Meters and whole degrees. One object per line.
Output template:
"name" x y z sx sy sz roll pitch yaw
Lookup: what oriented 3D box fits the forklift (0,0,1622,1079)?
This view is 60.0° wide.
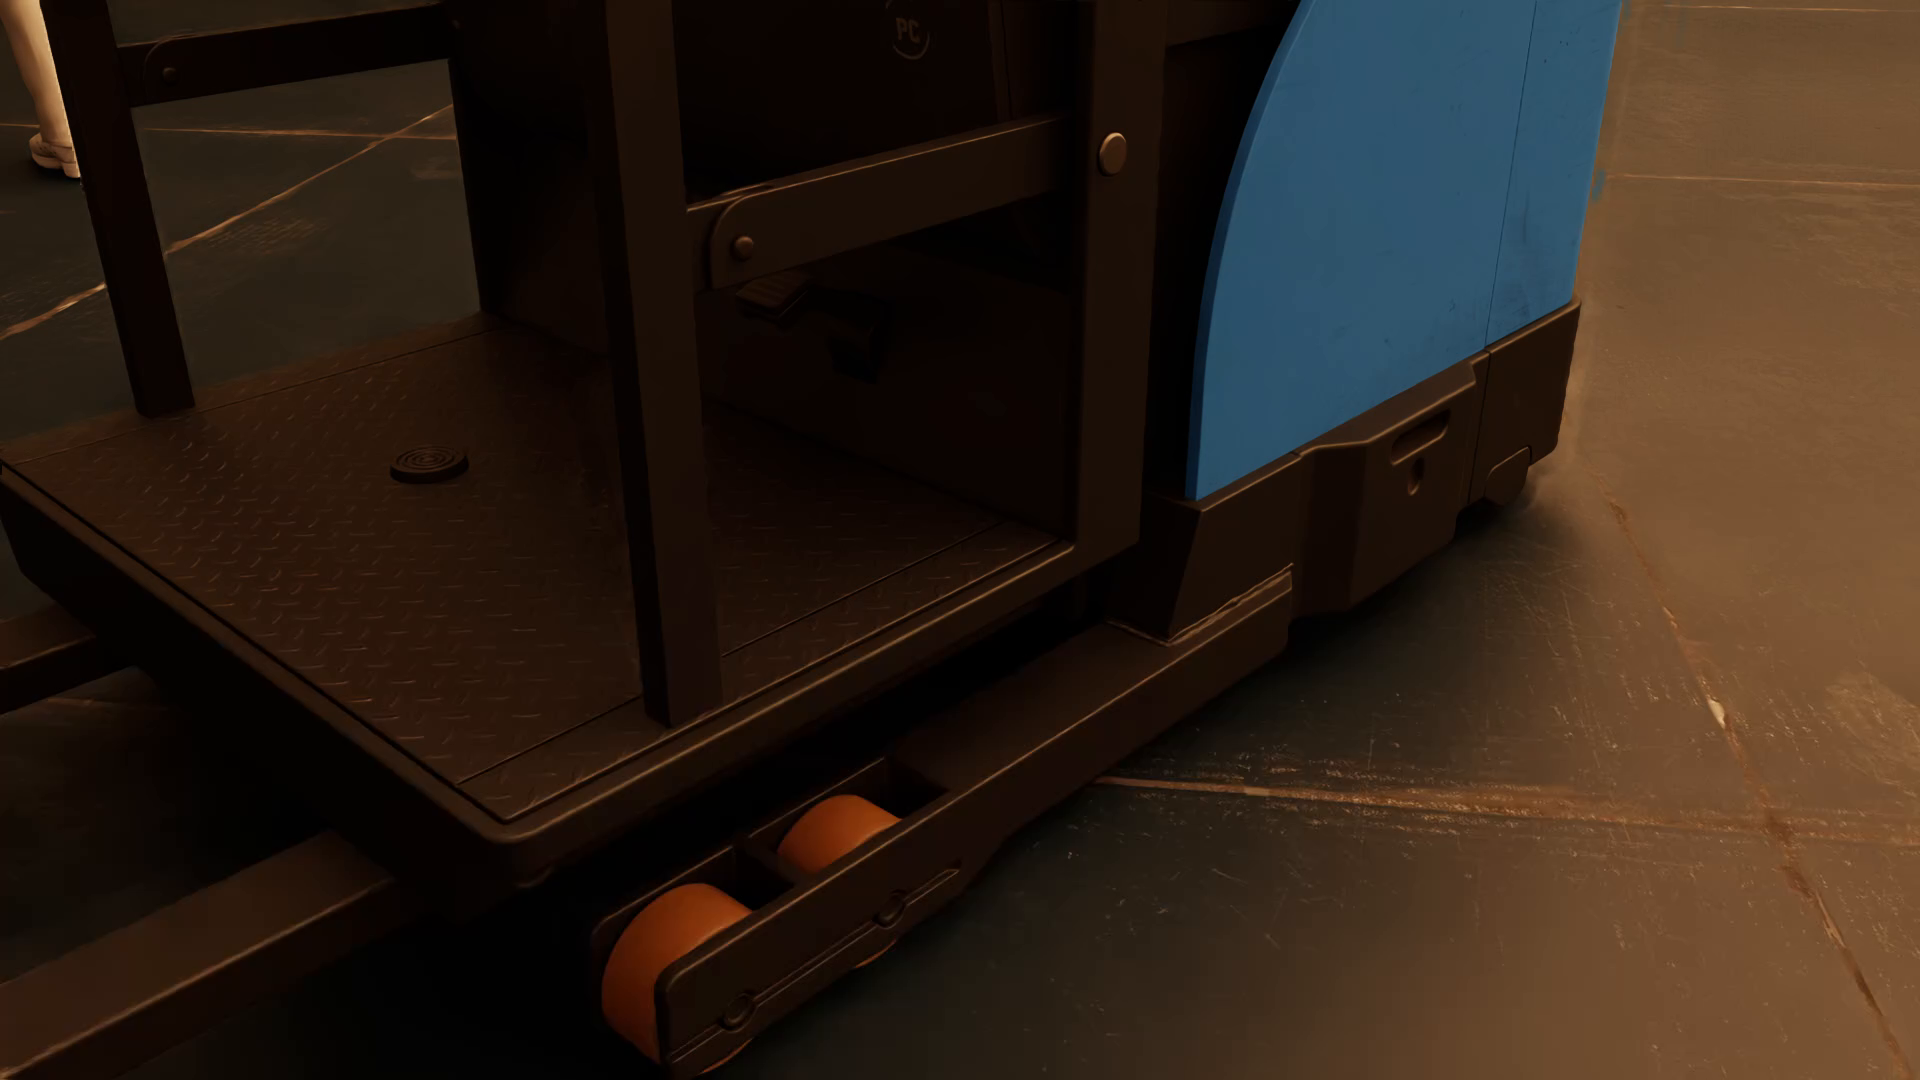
"forklift" -0.416 -1.082 1.386 1.130 2.935 3.031 22 34 37

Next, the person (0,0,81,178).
"person" -2.580 -1.777 4.167 0.618 1.824 0.691 23 35 38
